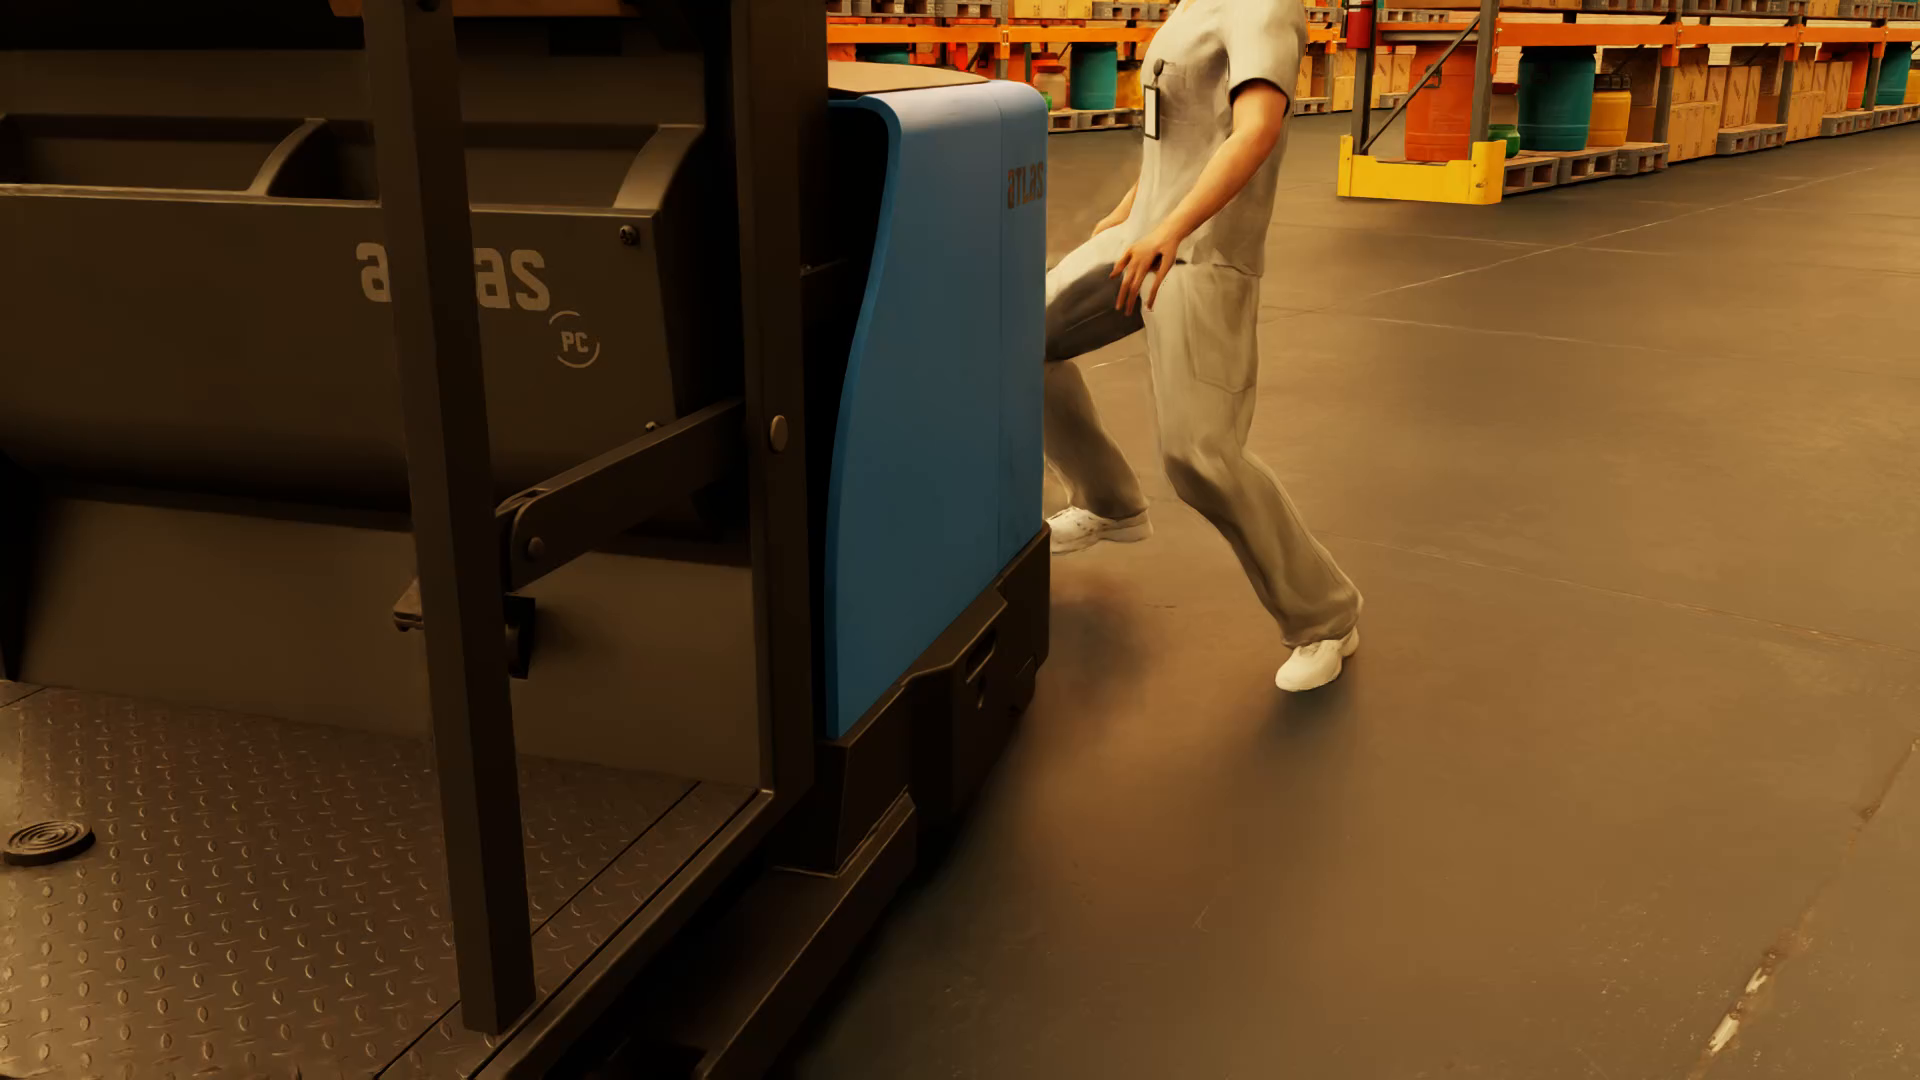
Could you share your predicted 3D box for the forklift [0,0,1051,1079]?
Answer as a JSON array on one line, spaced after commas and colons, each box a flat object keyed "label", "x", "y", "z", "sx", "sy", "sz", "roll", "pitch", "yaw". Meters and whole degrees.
[{"label": "forklift", "x": -0.775, "y": -0.777, "z": 1.456, "sx": 1.130, "sy": 2.935, "sz": 3.031, "roll": 5, "pitch": 18, "yaw": 17}]

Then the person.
[{"label": "person", "x": 0.431, "y": -0.552, "z": 3.160, "sx": 0.658, "sy": 1.558, "sz": 0.849, "roll": -2, "pitch": 17, "yaw": -7}]
